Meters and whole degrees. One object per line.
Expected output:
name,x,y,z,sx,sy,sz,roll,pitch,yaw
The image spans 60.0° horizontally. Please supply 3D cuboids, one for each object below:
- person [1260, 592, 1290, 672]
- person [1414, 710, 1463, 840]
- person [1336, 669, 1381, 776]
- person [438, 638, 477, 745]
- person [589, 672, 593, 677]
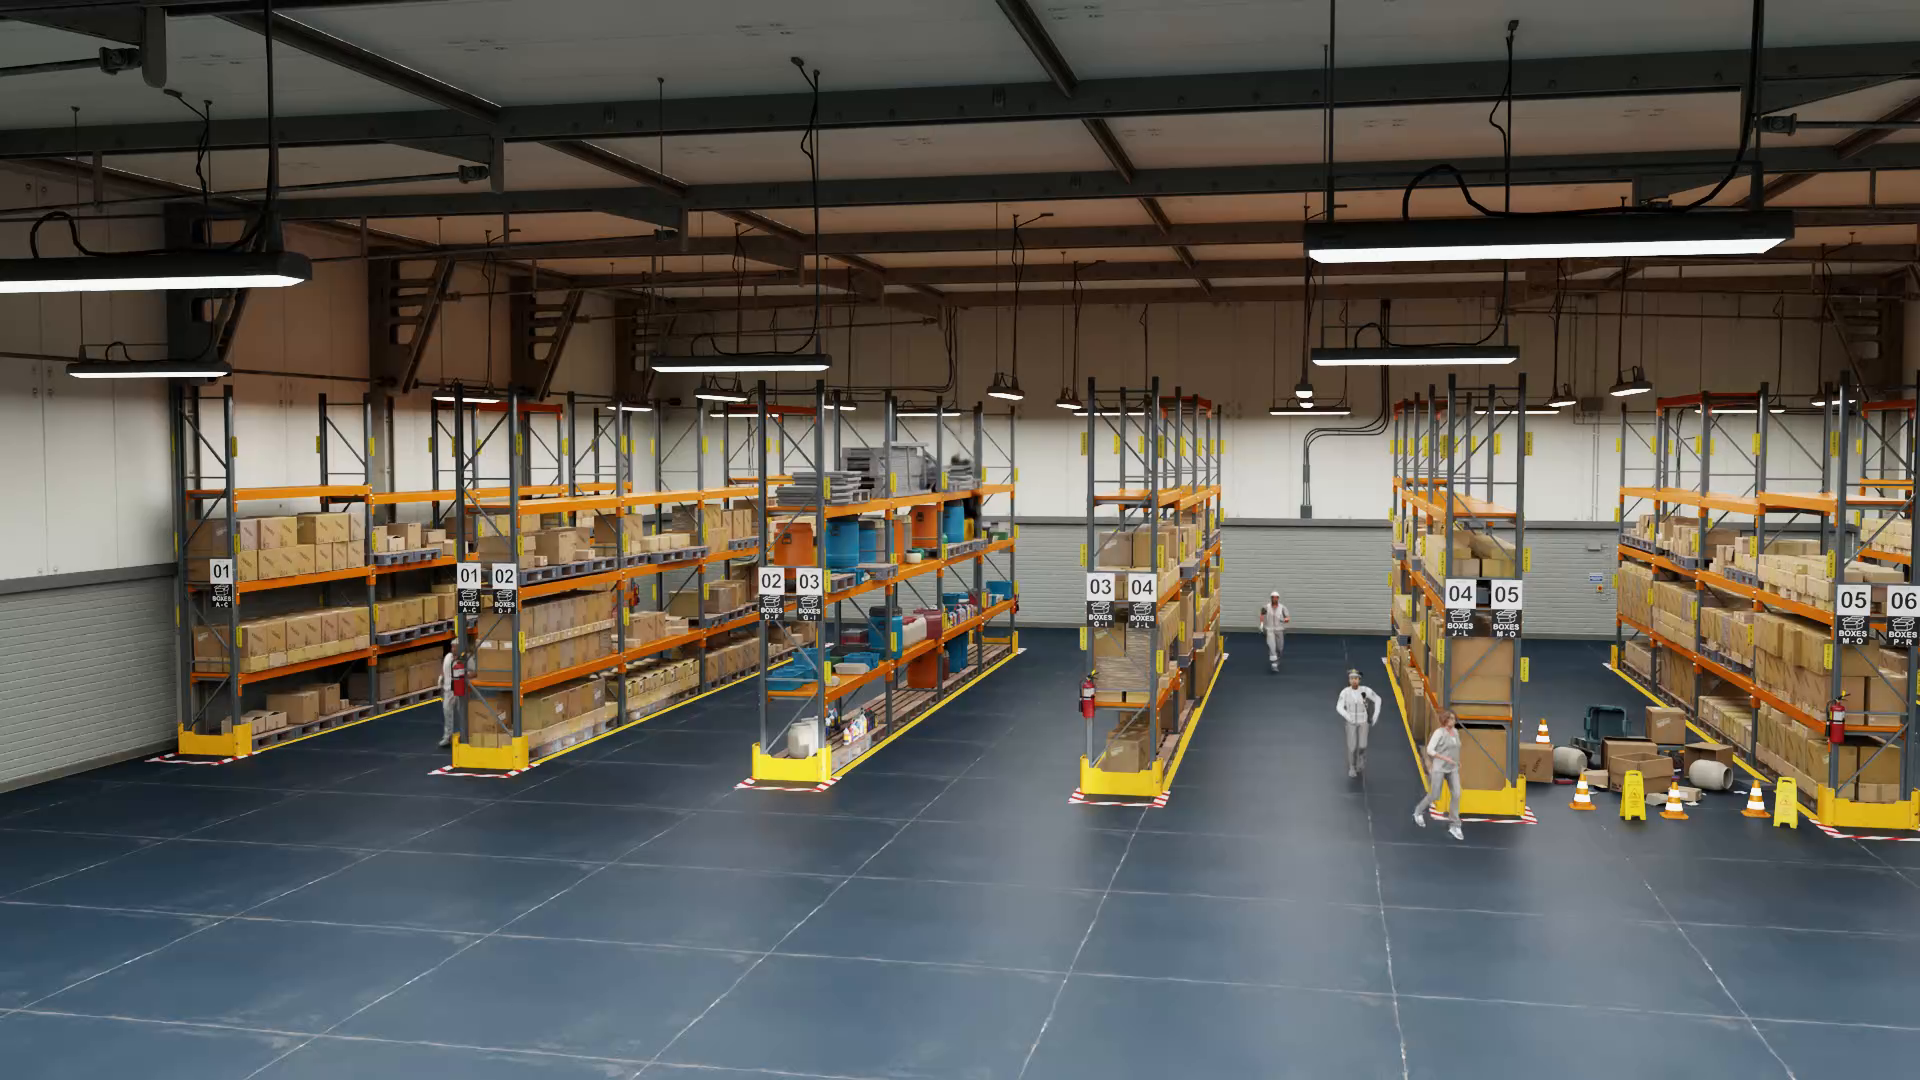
person,7.022,2.029,37.096,0.661,1.769,0.906,0,3,8
person,6.271,2.992,21.482,0.582,1.596,0.864,-1,3,-24
person,6.014,2.771,25.133,0.639,1.658,0.679,1,3,18
person,-8.505,2.527,28.033,0.709,1.750,1.013,1,3,9
person,-7.976,2.176,35.224,0.647,1.696,0.659,0,3,2
